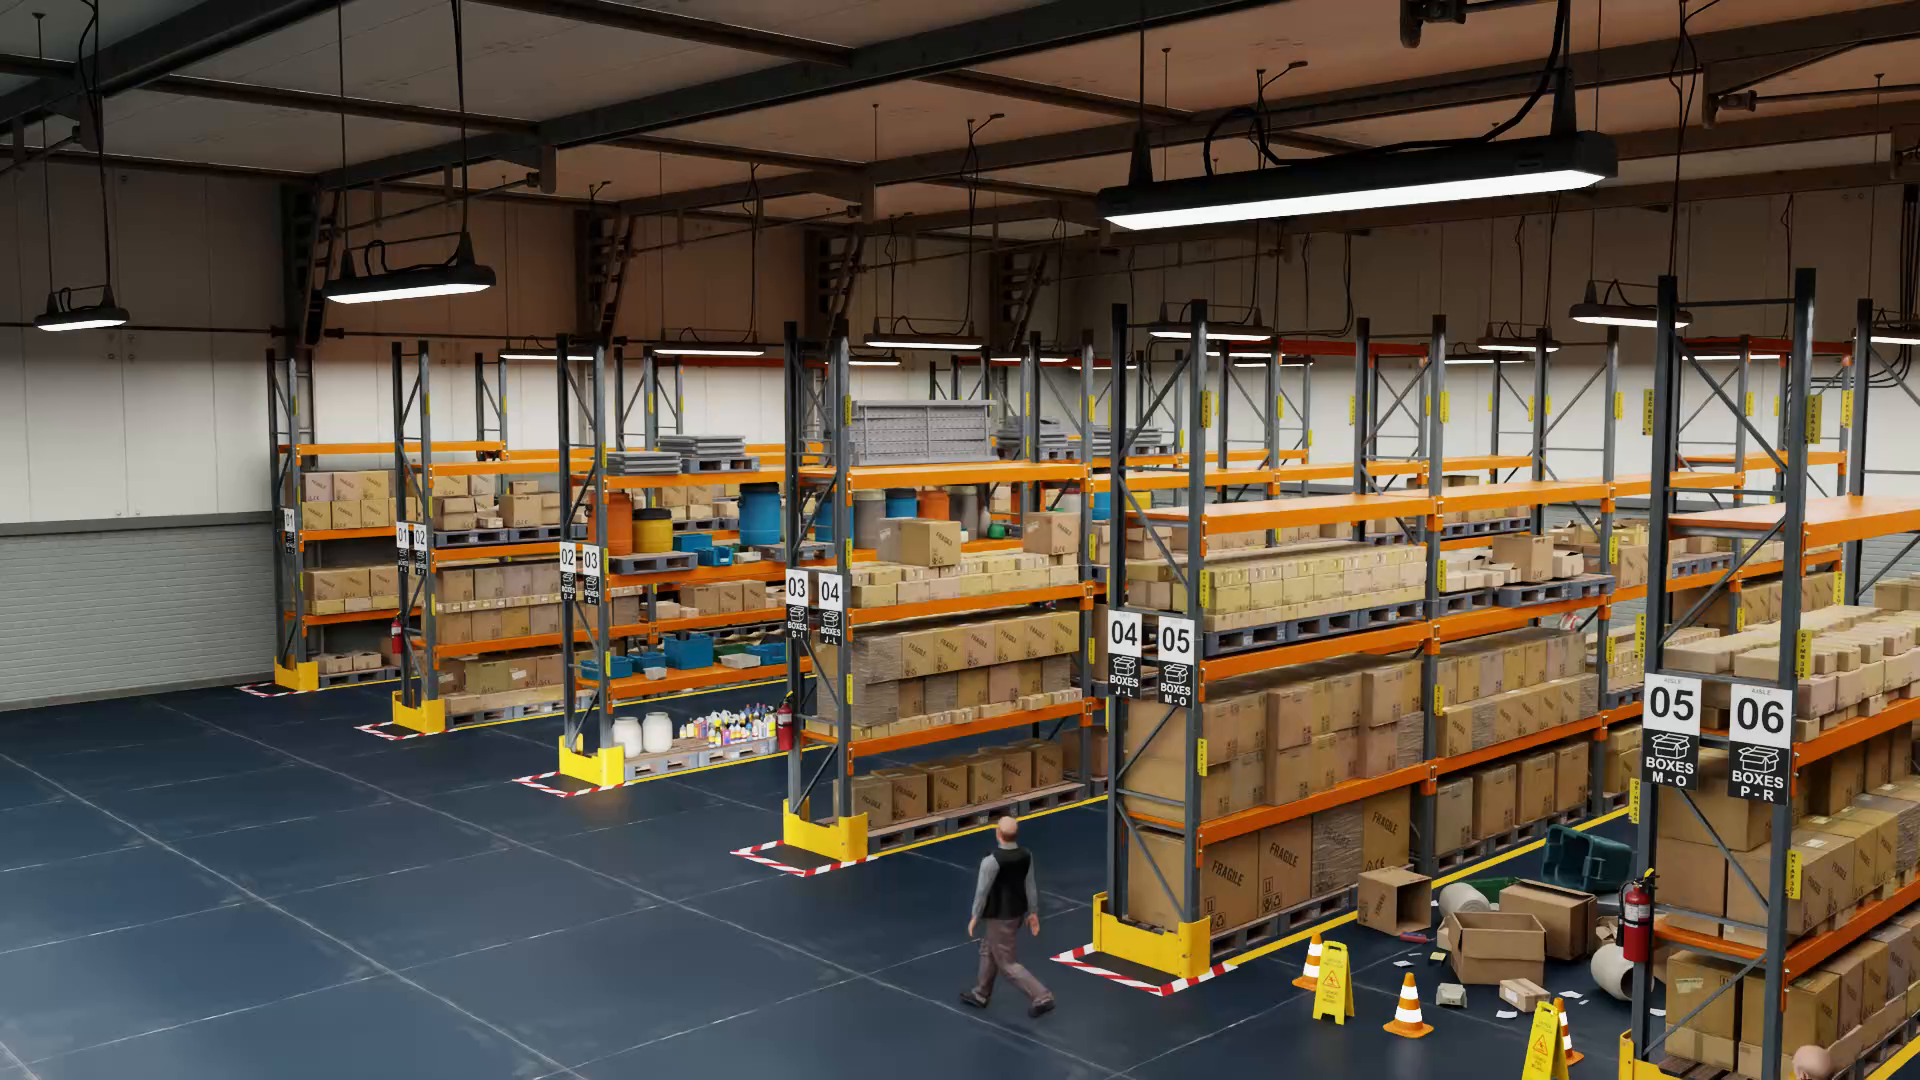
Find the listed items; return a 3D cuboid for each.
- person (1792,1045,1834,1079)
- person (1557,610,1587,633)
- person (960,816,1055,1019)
[{"bbox_3d":[4.436,3.514,8.871,0.424,1.778,0.682,2,5,23],"label":"person"},{"bbox_3d":[10.259,1.869,28.074,0.995,1.756,0.631,-4,6,-40],"label":"person"},{"bbox_3d":[0.368,3.133,13.803,0.980,1.695,0.504,2,5,24],"label":"person"}]
